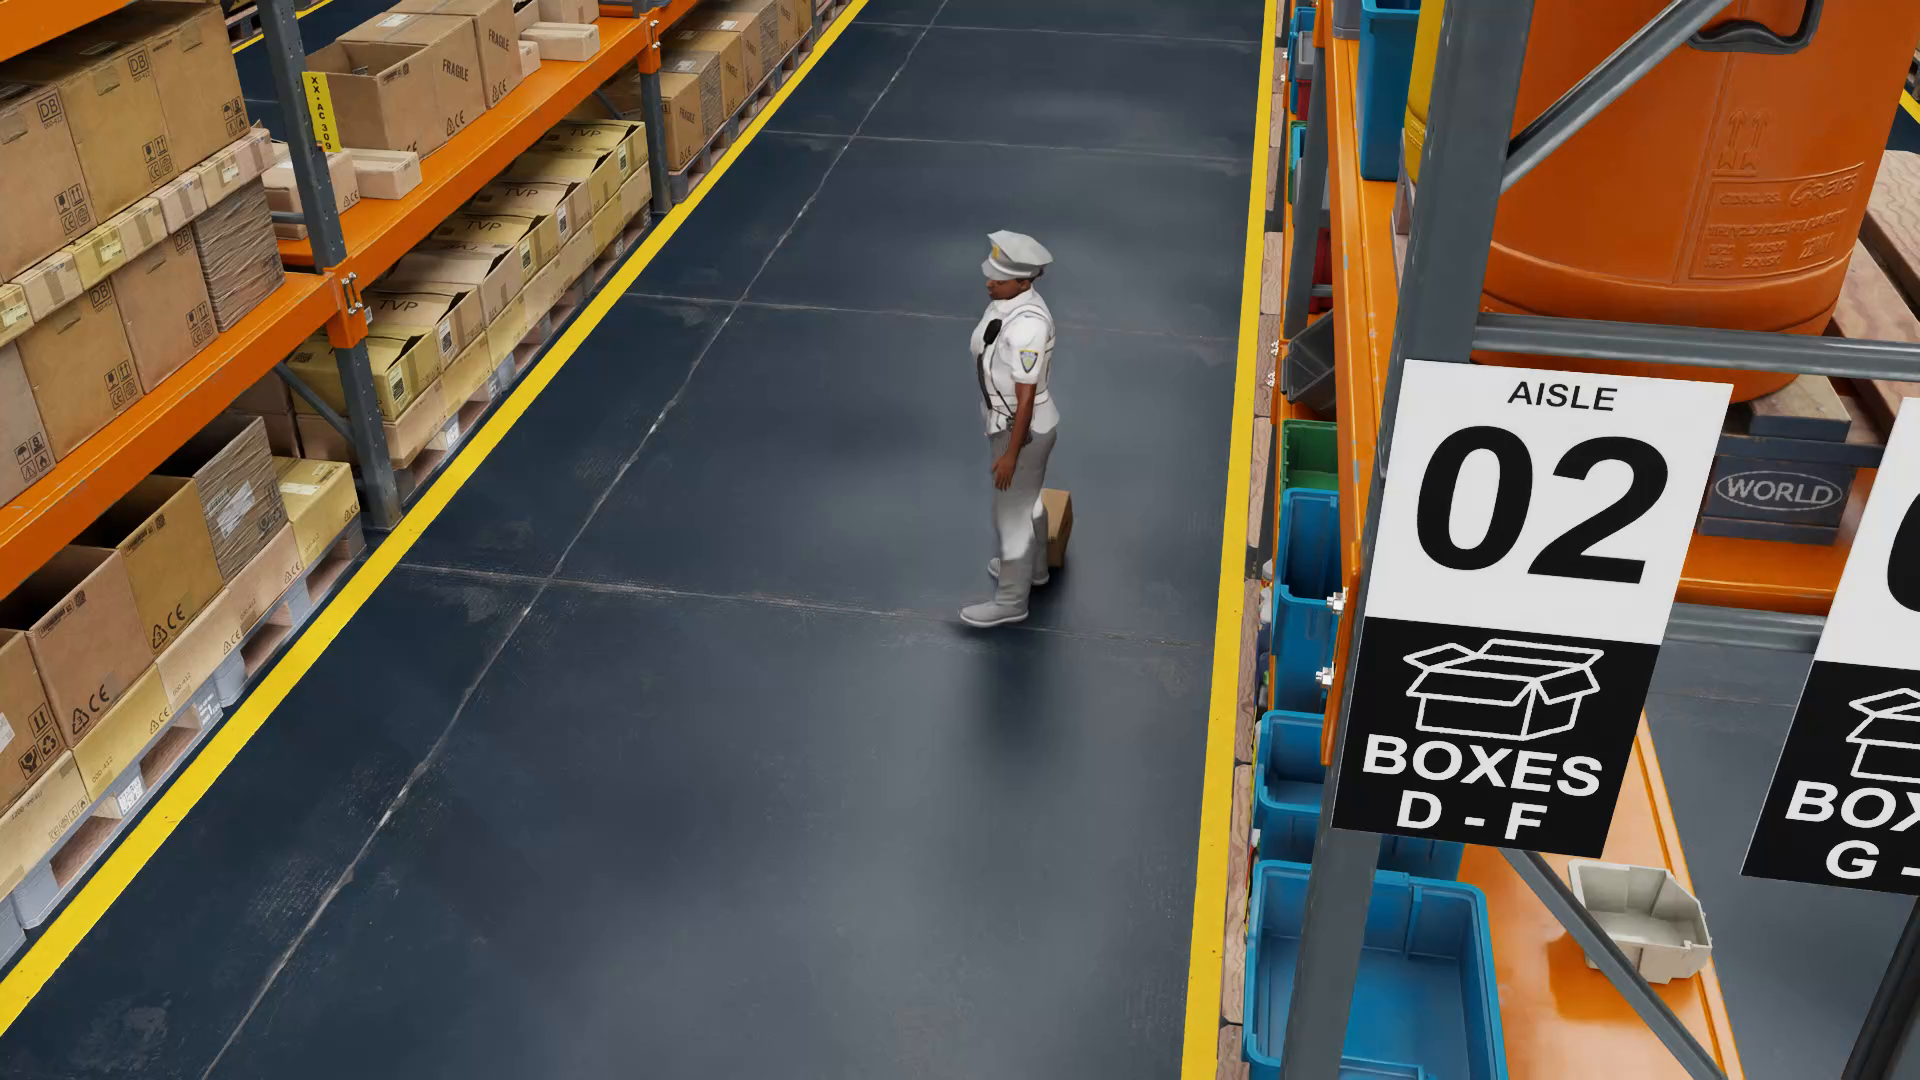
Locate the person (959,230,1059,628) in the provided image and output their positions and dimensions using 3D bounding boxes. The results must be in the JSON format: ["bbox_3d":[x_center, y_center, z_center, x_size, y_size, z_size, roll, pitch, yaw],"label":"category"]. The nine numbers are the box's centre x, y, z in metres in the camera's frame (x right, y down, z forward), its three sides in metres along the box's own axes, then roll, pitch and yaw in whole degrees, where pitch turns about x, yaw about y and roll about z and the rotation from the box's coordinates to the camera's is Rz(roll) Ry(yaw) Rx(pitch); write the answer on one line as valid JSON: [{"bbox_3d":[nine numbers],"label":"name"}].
[{"bbox_3d":[0.192,-0.449,6.780,0.427,1.683,0.548,-3,33,-5],"label":"person"}]
